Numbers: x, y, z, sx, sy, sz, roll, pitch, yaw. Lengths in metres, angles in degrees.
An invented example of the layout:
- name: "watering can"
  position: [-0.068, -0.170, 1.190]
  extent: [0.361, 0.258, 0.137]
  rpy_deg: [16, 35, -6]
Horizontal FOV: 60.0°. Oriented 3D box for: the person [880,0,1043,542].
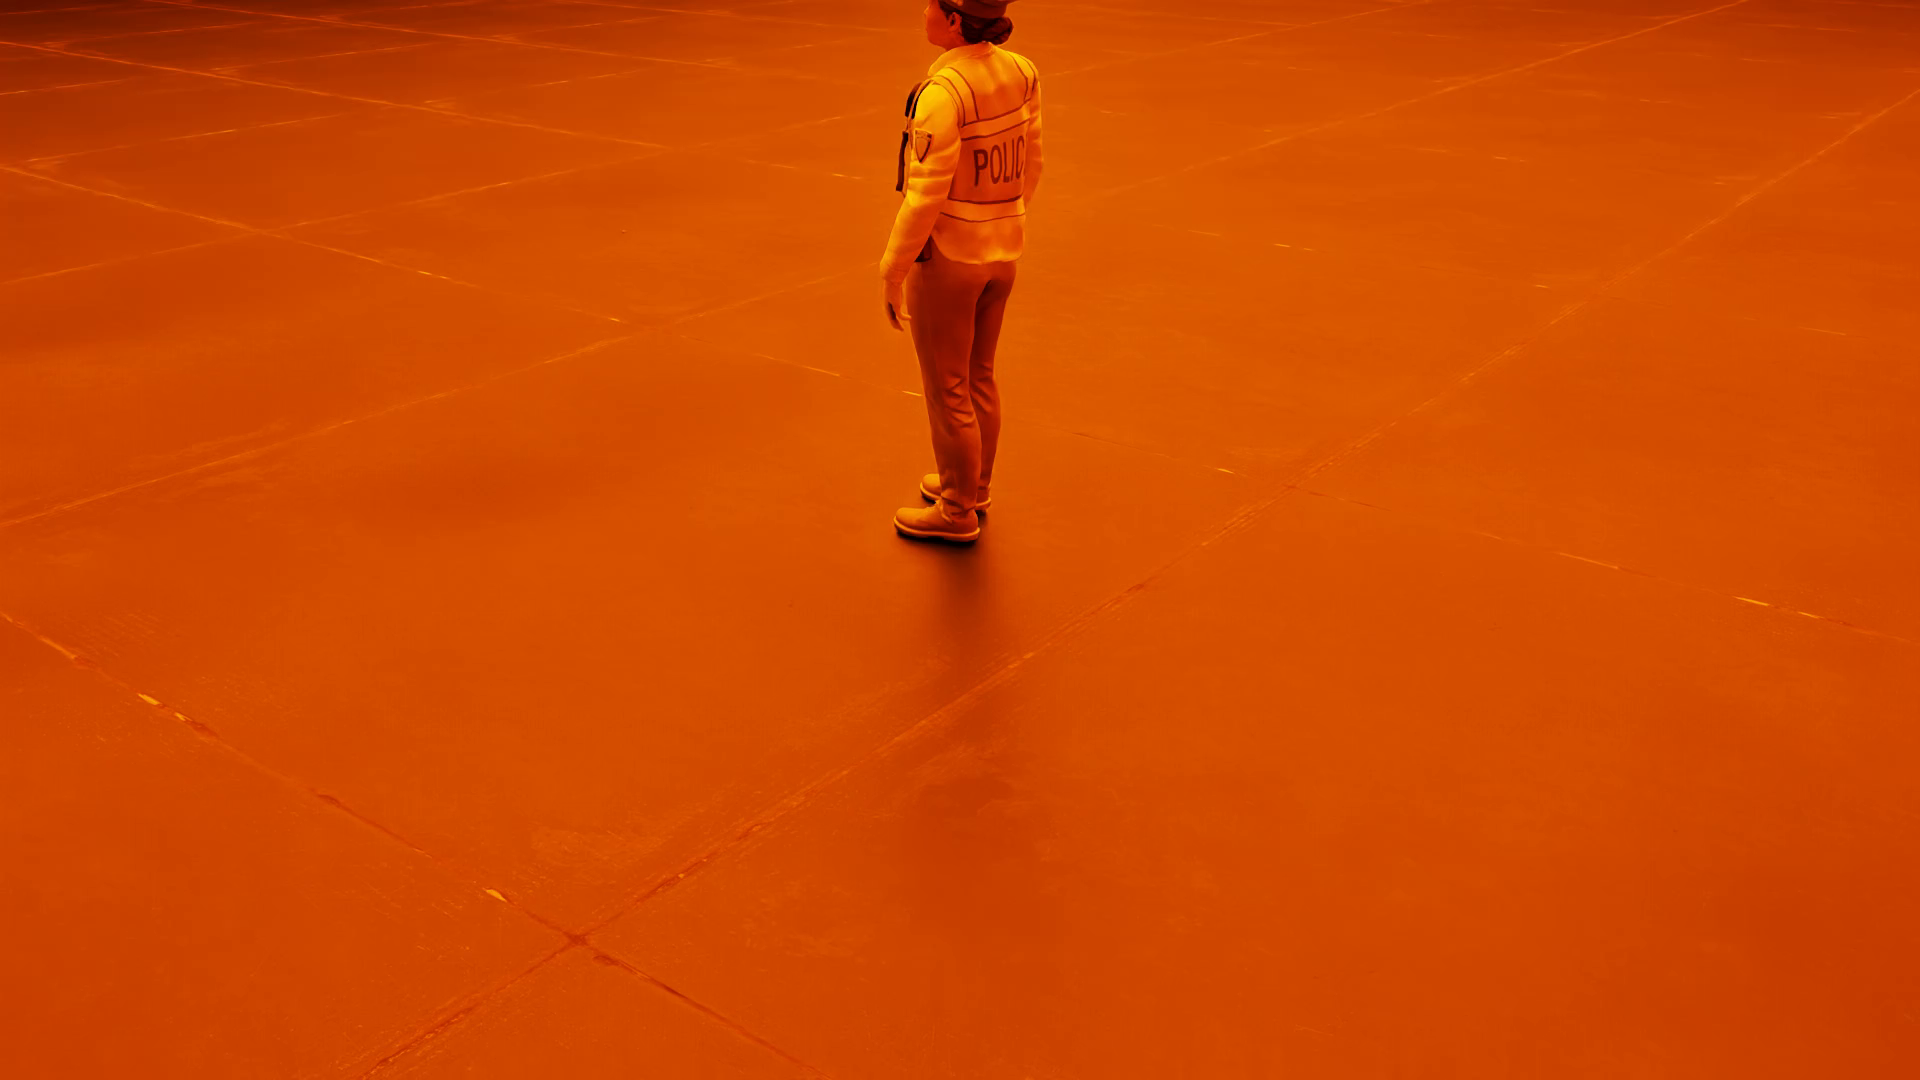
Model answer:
- name: "person"
  position: [-0.050, -0.803, 4.718]
  extent: [0.530, 1.694, 0.586]
  rpy_deg: [17, 29, 34]
